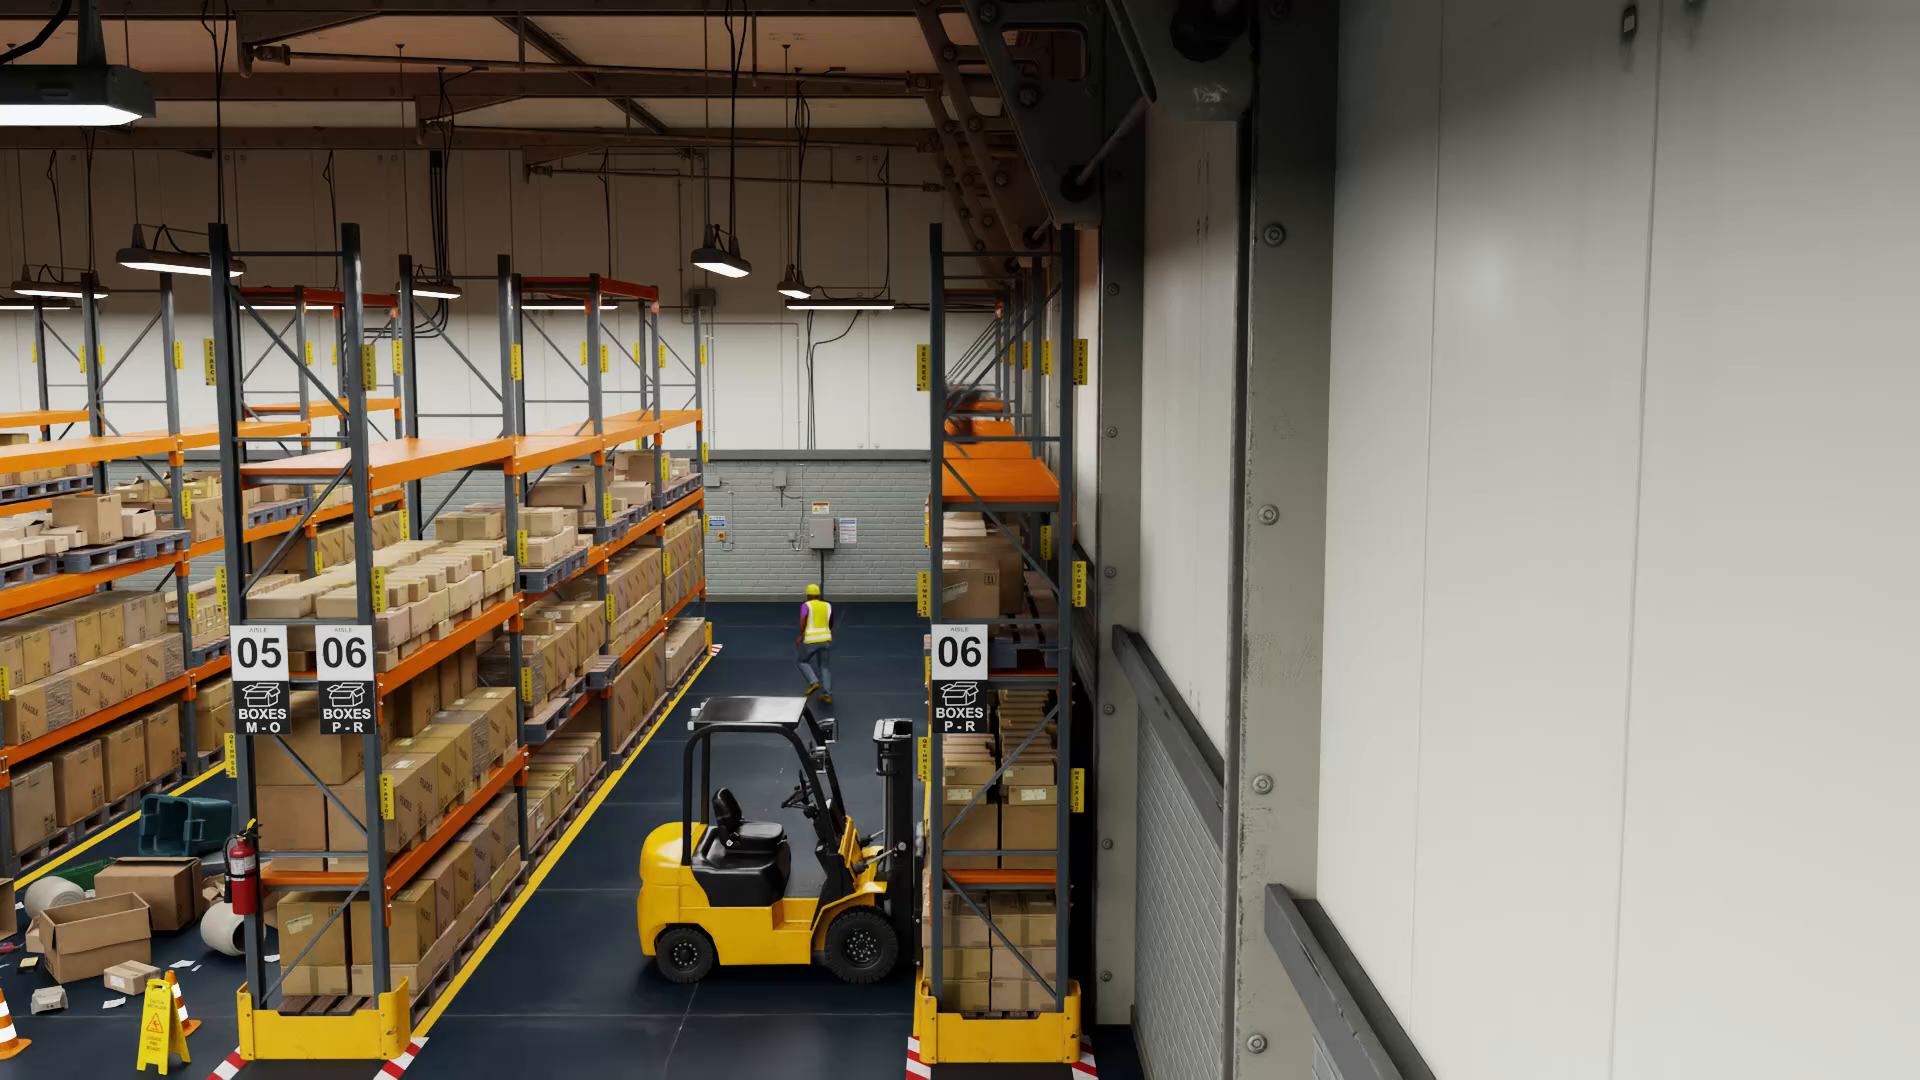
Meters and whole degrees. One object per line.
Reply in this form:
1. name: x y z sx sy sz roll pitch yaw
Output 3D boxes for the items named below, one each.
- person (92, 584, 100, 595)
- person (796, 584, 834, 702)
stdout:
1. person: -13.036 1.363 25.669 0.733 1.619 0.906 -3 7 -21
2. person: -2.136 1.490 24.423 0.722 1.655 0.893 -4 8 -30
